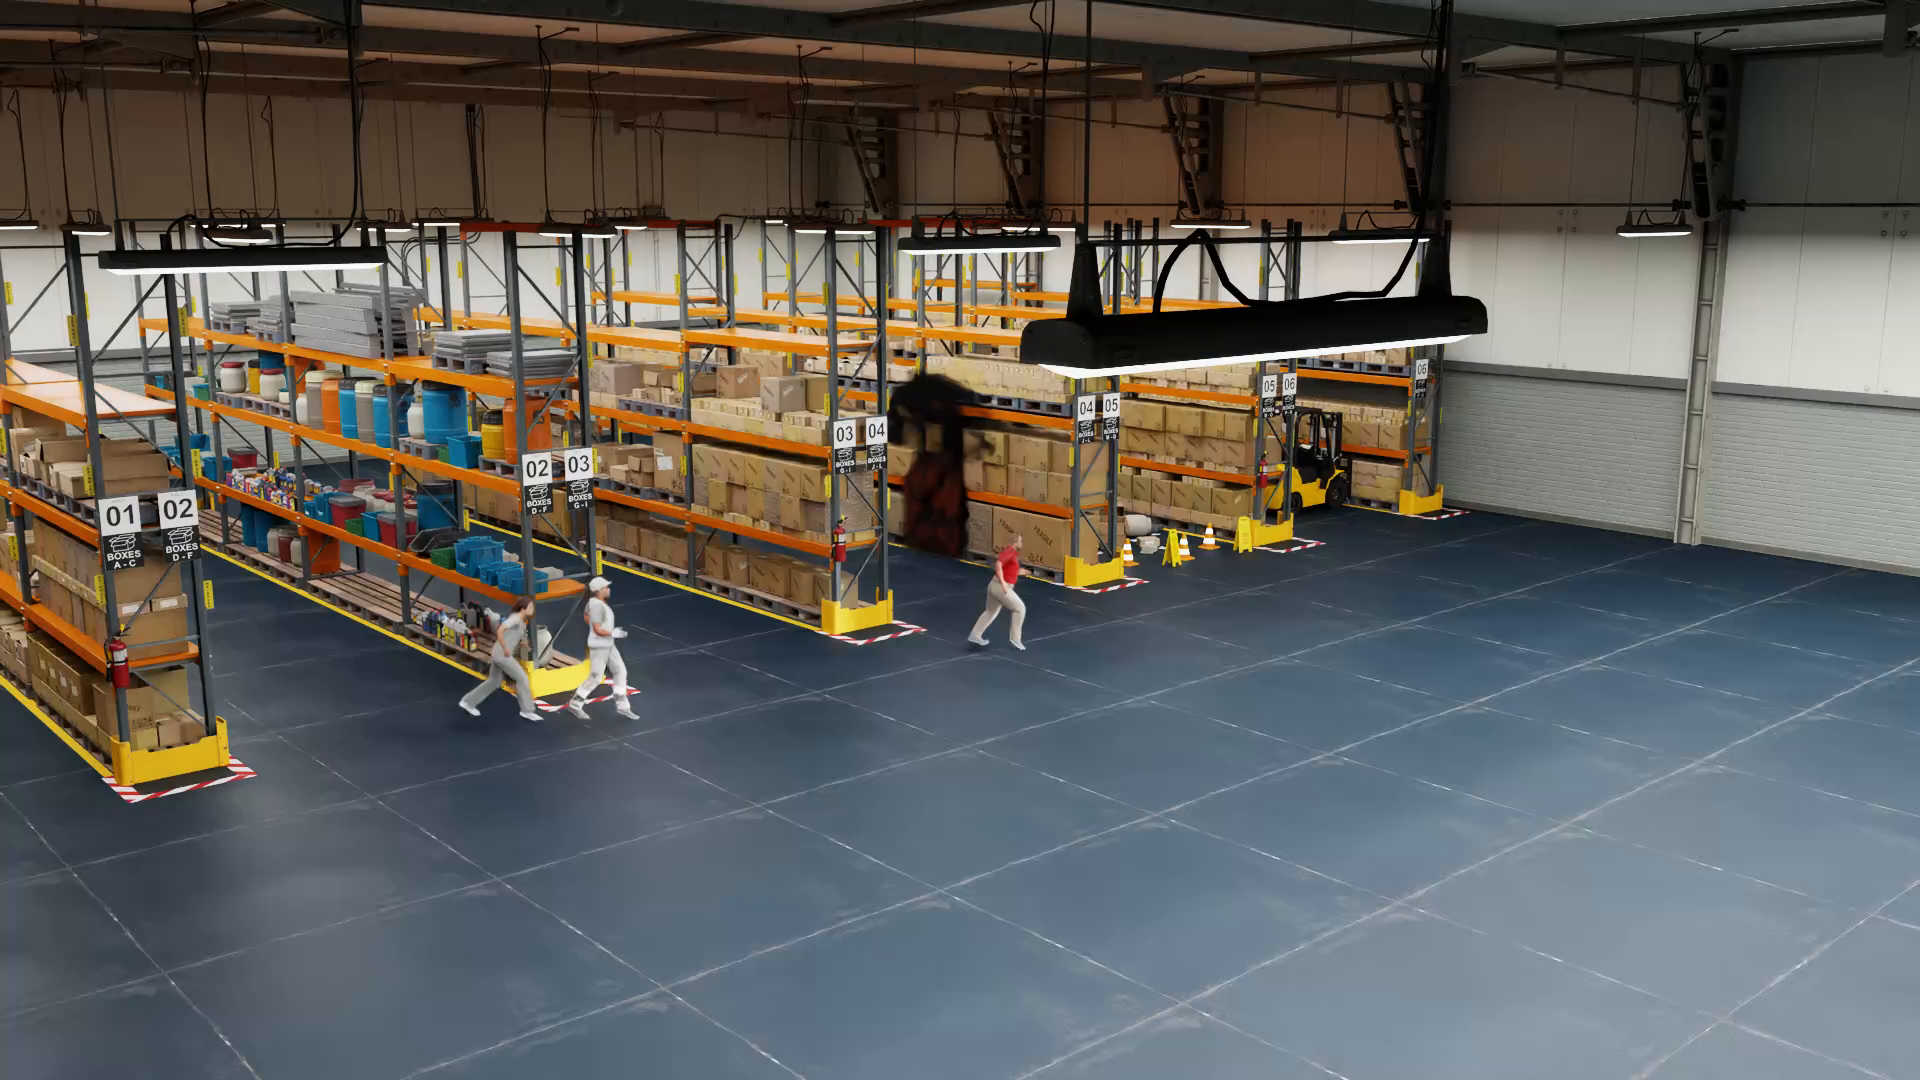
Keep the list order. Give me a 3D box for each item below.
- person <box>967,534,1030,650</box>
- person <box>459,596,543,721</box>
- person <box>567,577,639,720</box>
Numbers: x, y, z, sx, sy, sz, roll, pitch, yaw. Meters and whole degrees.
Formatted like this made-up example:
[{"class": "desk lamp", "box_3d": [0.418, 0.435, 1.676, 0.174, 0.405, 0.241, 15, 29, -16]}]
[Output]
[{"class": "person", "box_3d": [0.580, 0.768, 23.936, 0.932, 1.738, 0.677, -2, 12, -9]}, {"class": "person", "box_3d": [-5.699, 1.501, 20.511, 1.003, 1.625, 0.602, -2, 12, -9]}, {"class": "person", "box_3d": [-4.445, 1.353, 20.629, 0.875, 1.815, 0.695, 0, 11, -2]}]
